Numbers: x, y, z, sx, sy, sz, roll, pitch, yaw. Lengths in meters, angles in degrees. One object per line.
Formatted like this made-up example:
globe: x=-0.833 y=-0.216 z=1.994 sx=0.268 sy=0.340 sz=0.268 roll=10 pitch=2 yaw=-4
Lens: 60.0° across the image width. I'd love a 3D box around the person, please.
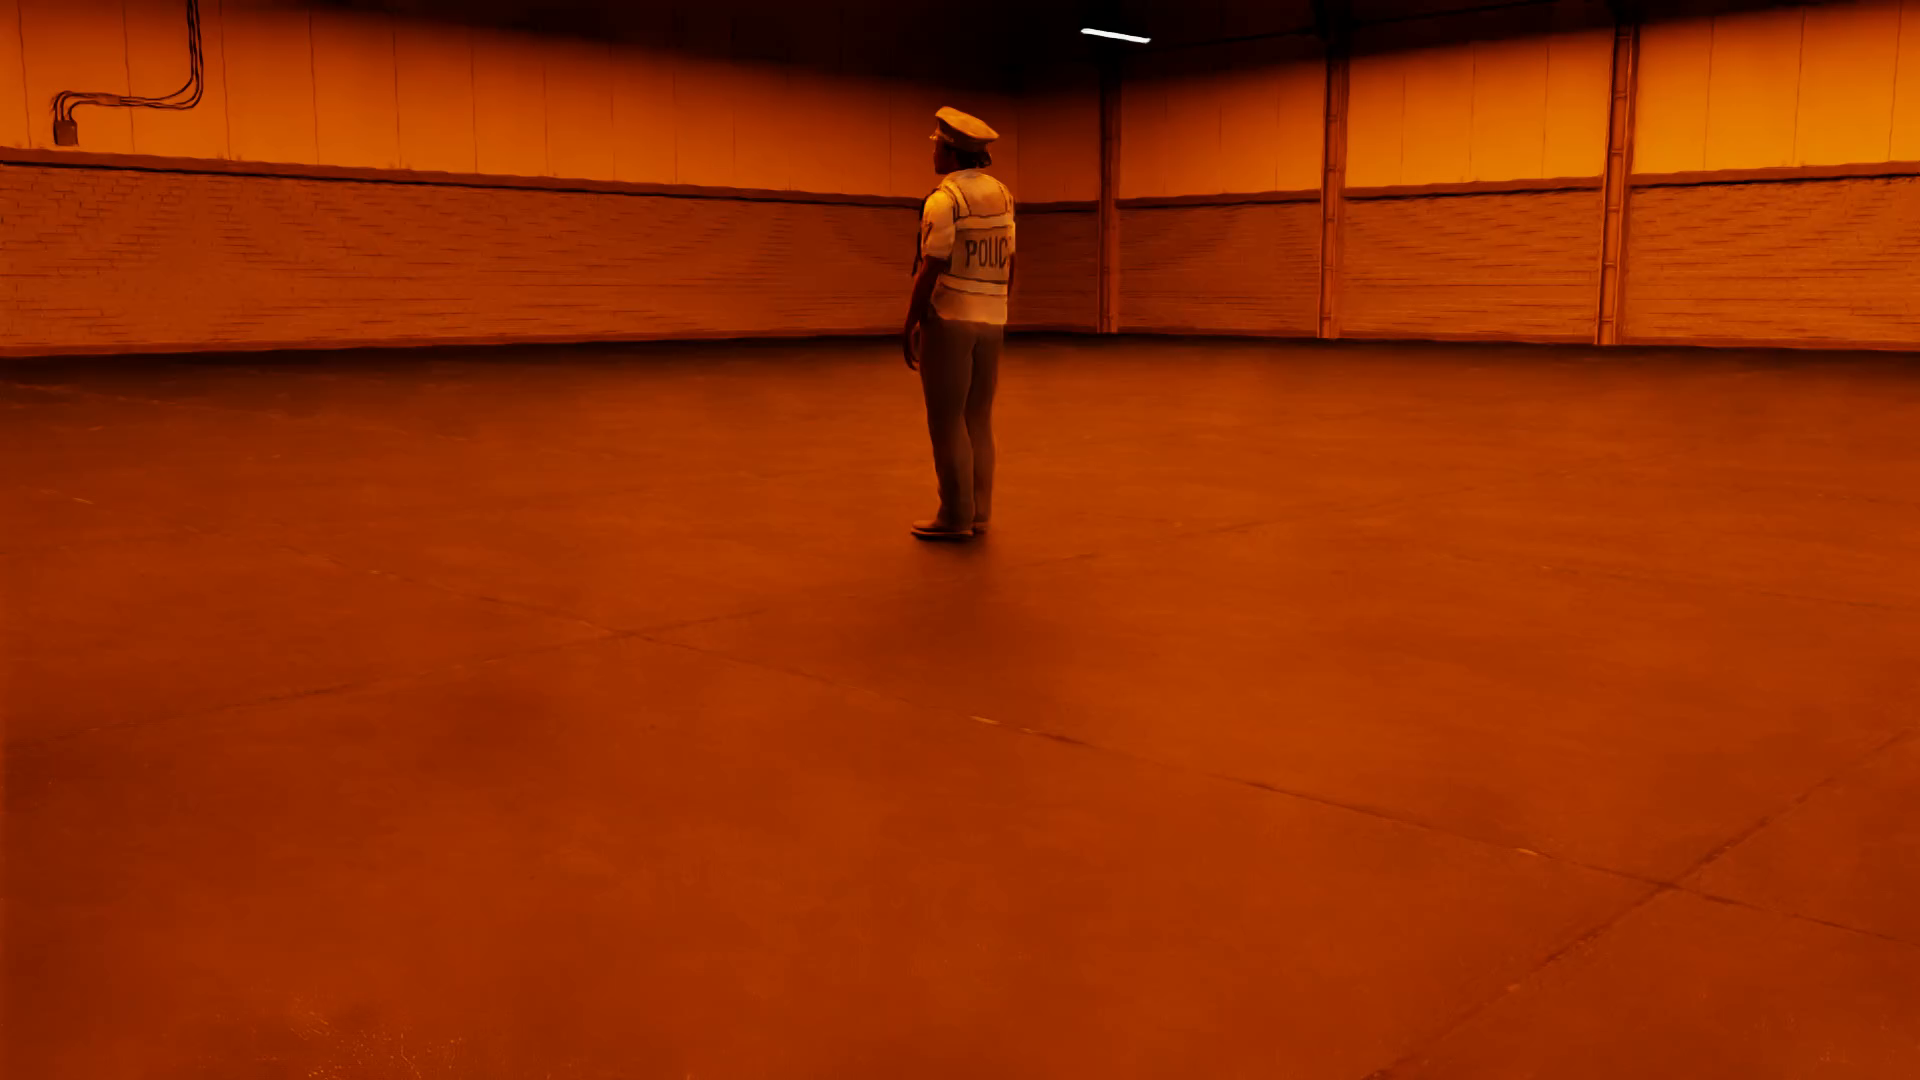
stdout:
person: x=-0.040 y=-0.853 z=6.656 sx=0.529 sy=1.691 sz=0.570 roll=8 pitch=12 yaw=43
